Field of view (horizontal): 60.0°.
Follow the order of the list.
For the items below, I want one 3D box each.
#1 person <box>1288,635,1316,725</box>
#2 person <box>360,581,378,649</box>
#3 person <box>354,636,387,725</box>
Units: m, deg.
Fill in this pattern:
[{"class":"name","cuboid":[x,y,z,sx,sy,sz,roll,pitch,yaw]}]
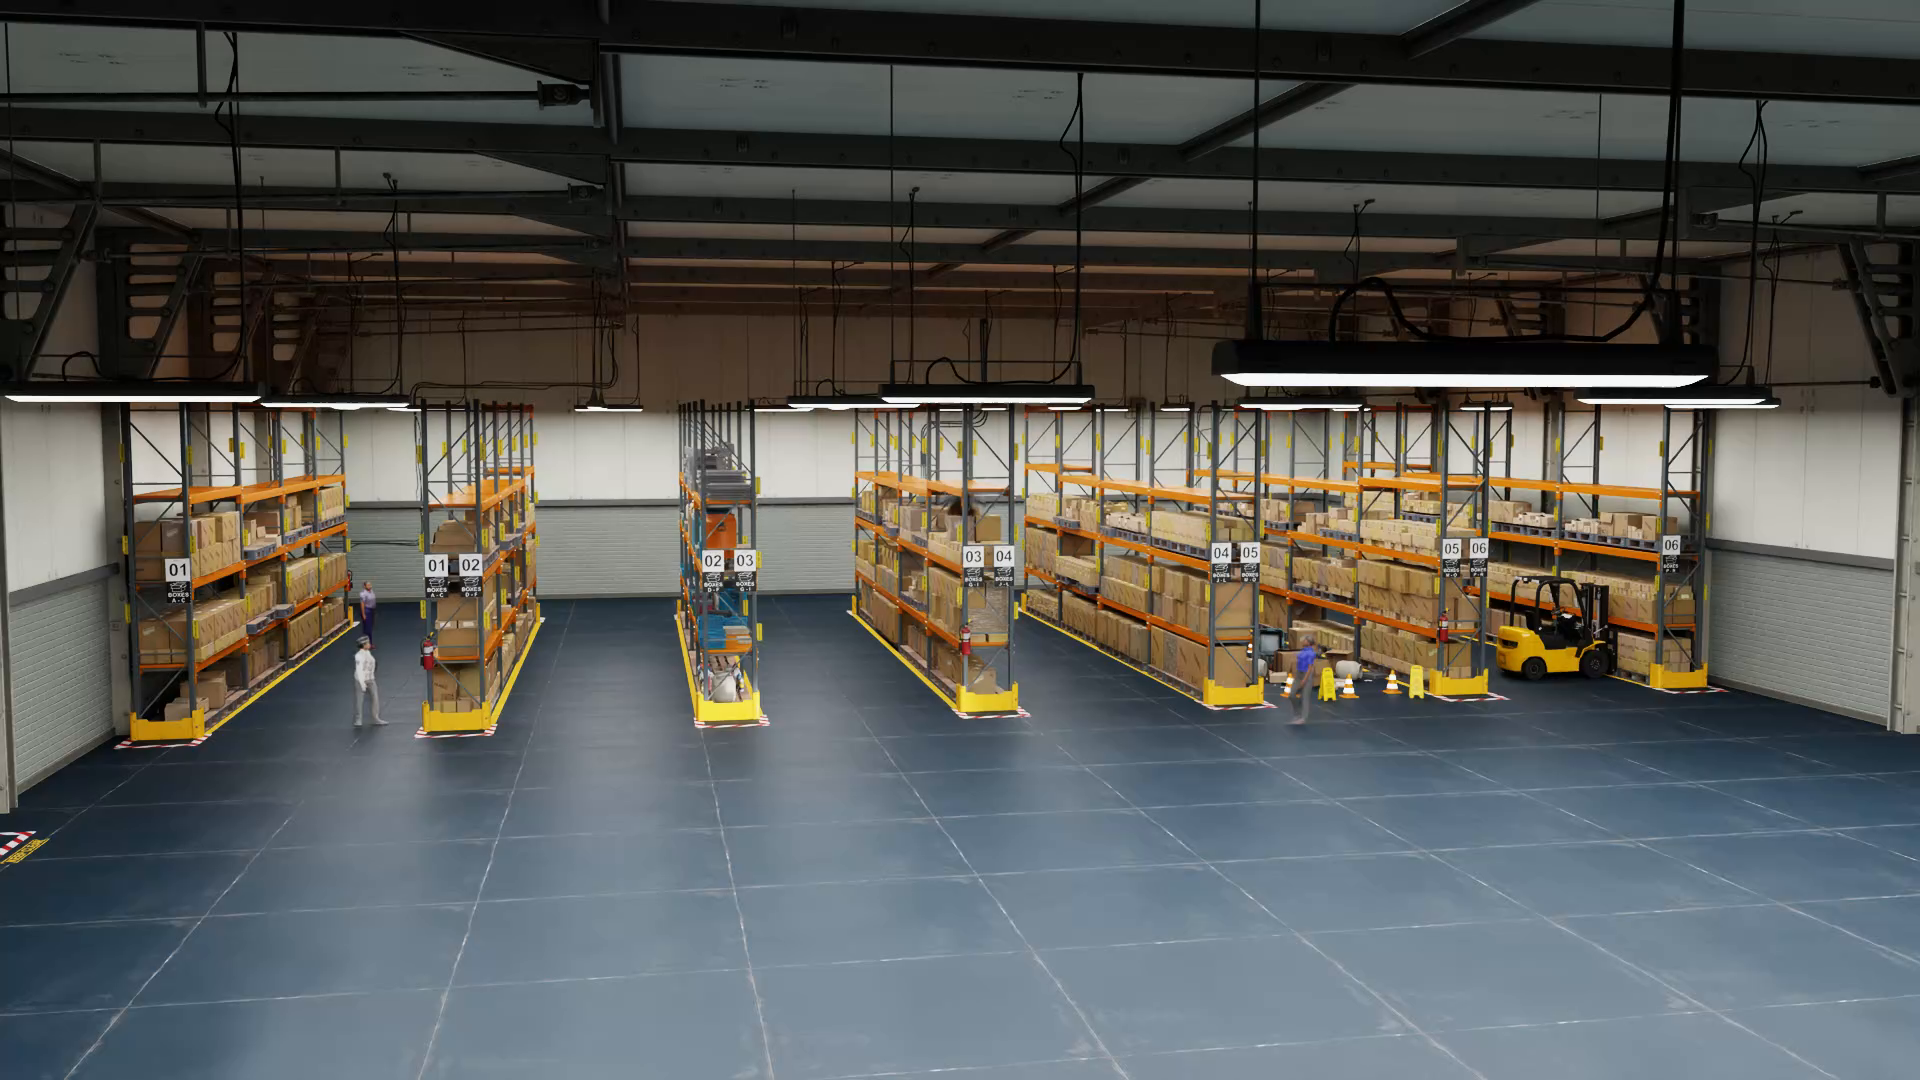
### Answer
[{"class":"person","cuboid":[6.334,2.596,30.819,0.466,1.680,0.486,-3,5,-36]},{"class":"person","cuboid":[-14.500,1.827,40.864,0.410,1.659,0.523,0,4,-4]},{"class":"person","cuboid":[-10.924,2.586,30.558,0.588,1.672,0.512,2,5,26]}]
